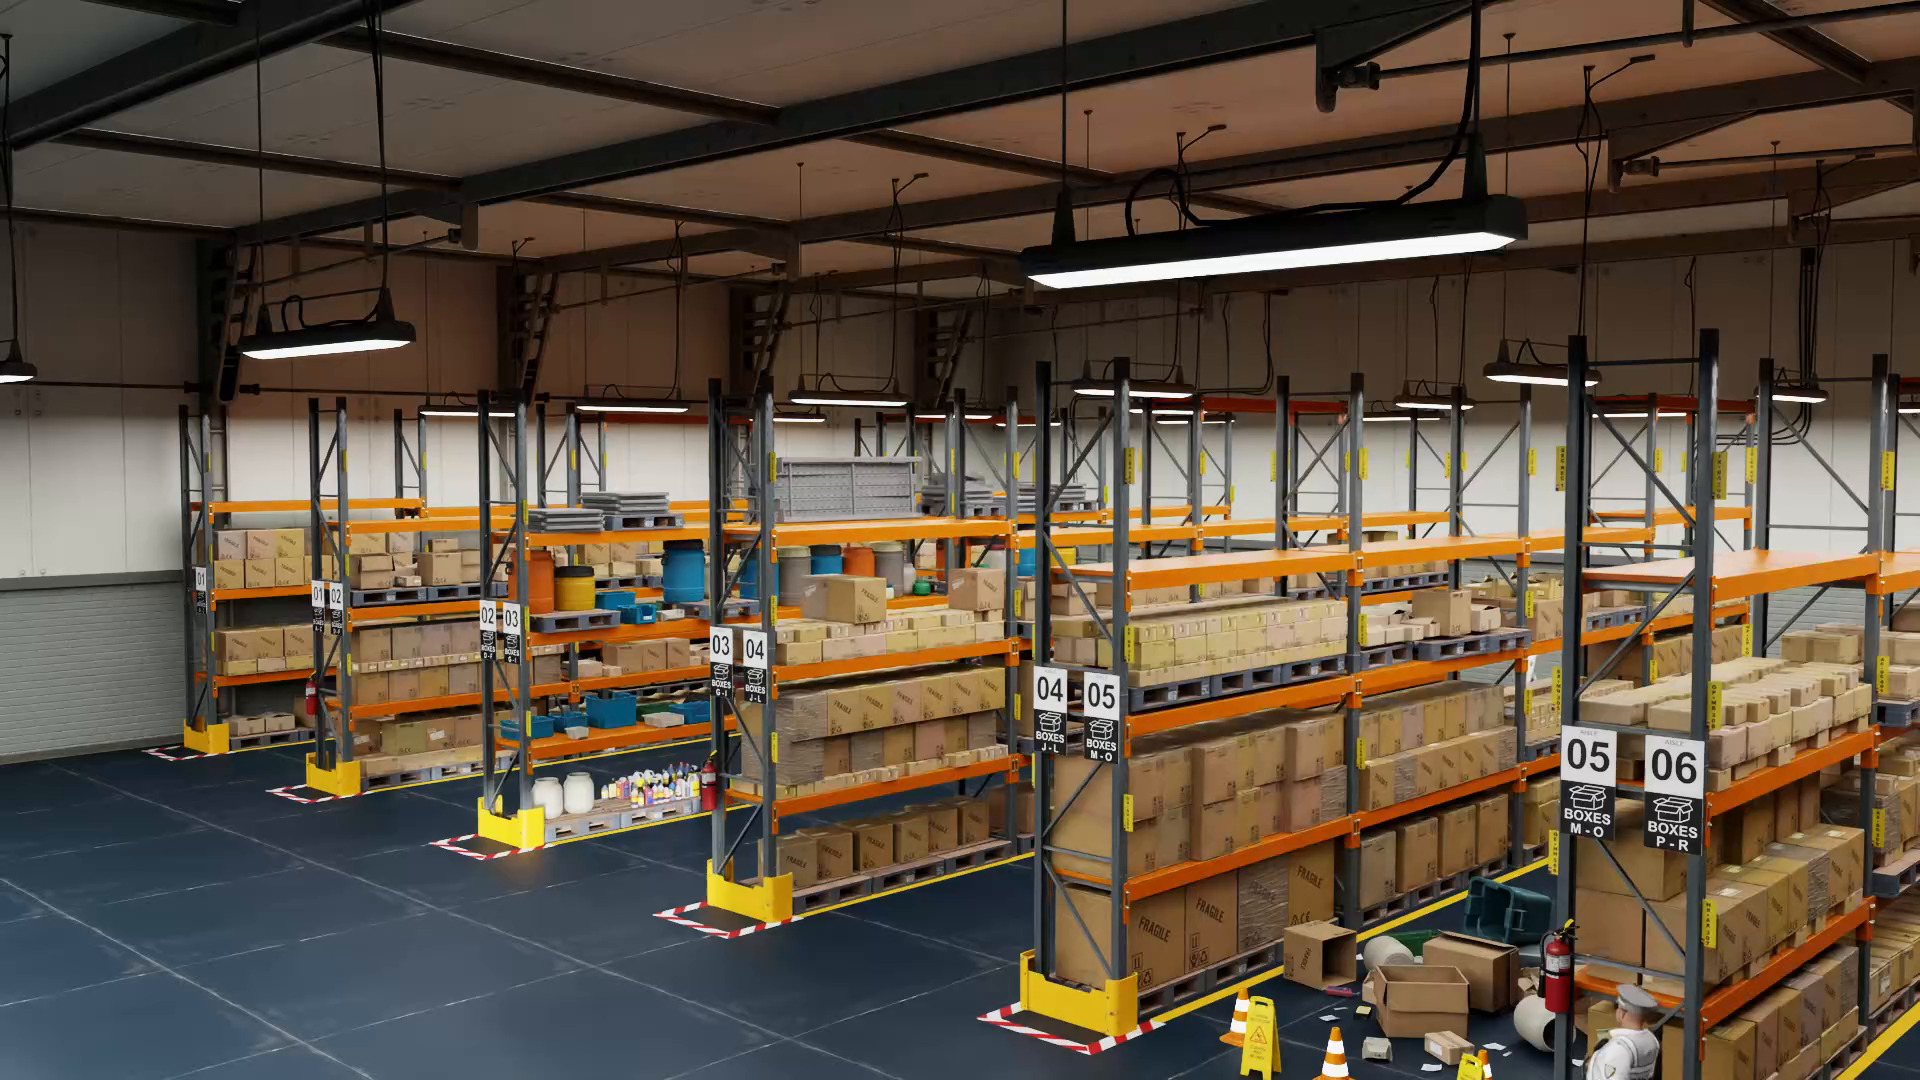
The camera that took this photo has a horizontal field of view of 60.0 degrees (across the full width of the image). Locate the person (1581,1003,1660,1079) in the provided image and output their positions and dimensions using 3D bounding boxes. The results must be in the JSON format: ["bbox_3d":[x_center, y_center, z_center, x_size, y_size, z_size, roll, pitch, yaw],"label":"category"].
[{"bbox_3d":[4.275,3.708,10.635,0.596,1.638,0.523,1,3,14],"label":"person"}]

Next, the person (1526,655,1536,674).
[{"bbox_3d":[10.598,2.688,31.251,0.554,1.710,0.382,0,3,-7],"label":"person"}]
